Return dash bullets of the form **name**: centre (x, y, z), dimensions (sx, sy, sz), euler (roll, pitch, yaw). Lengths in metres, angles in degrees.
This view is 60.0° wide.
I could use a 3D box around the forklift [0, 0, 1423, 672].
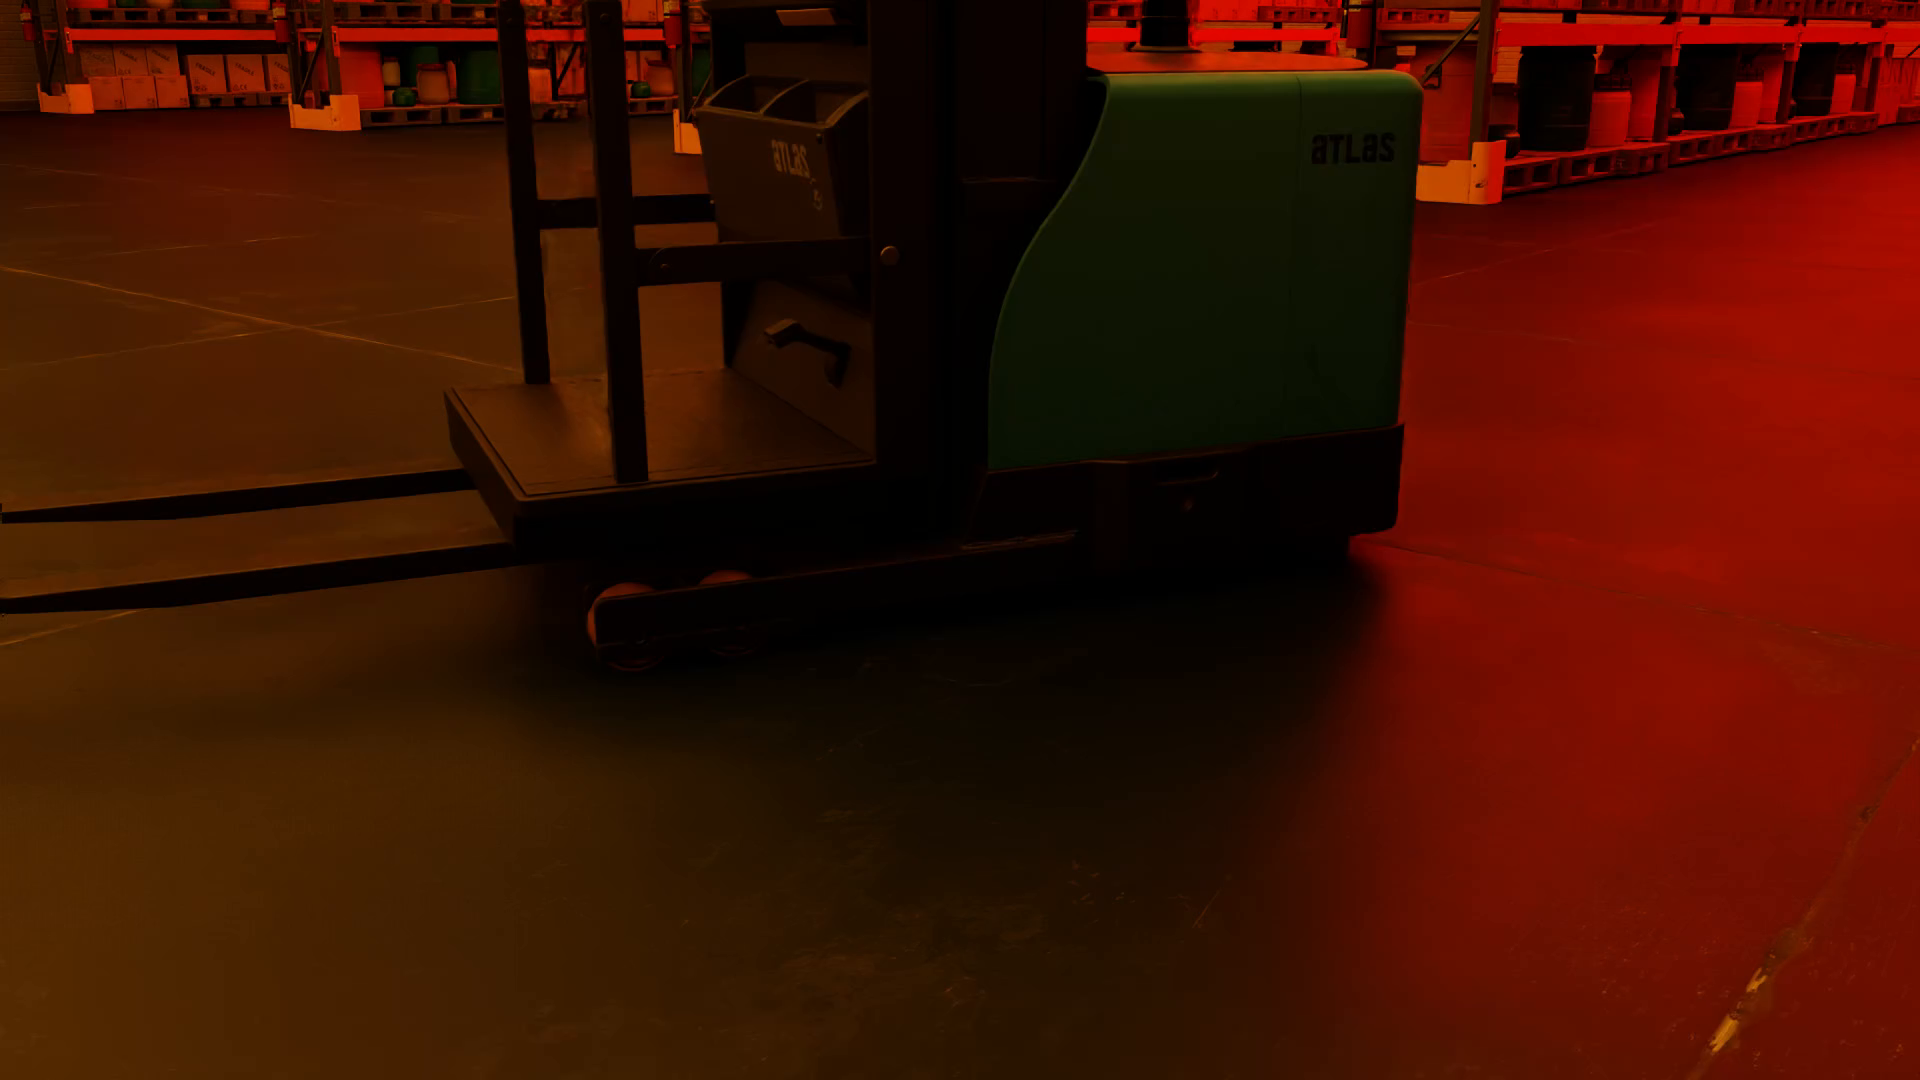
- **forklift**: centre (-0.559, -1.329, 3.273), dimensions (3.031, 2.935, 1.130), euler (-7, 18, -22)
